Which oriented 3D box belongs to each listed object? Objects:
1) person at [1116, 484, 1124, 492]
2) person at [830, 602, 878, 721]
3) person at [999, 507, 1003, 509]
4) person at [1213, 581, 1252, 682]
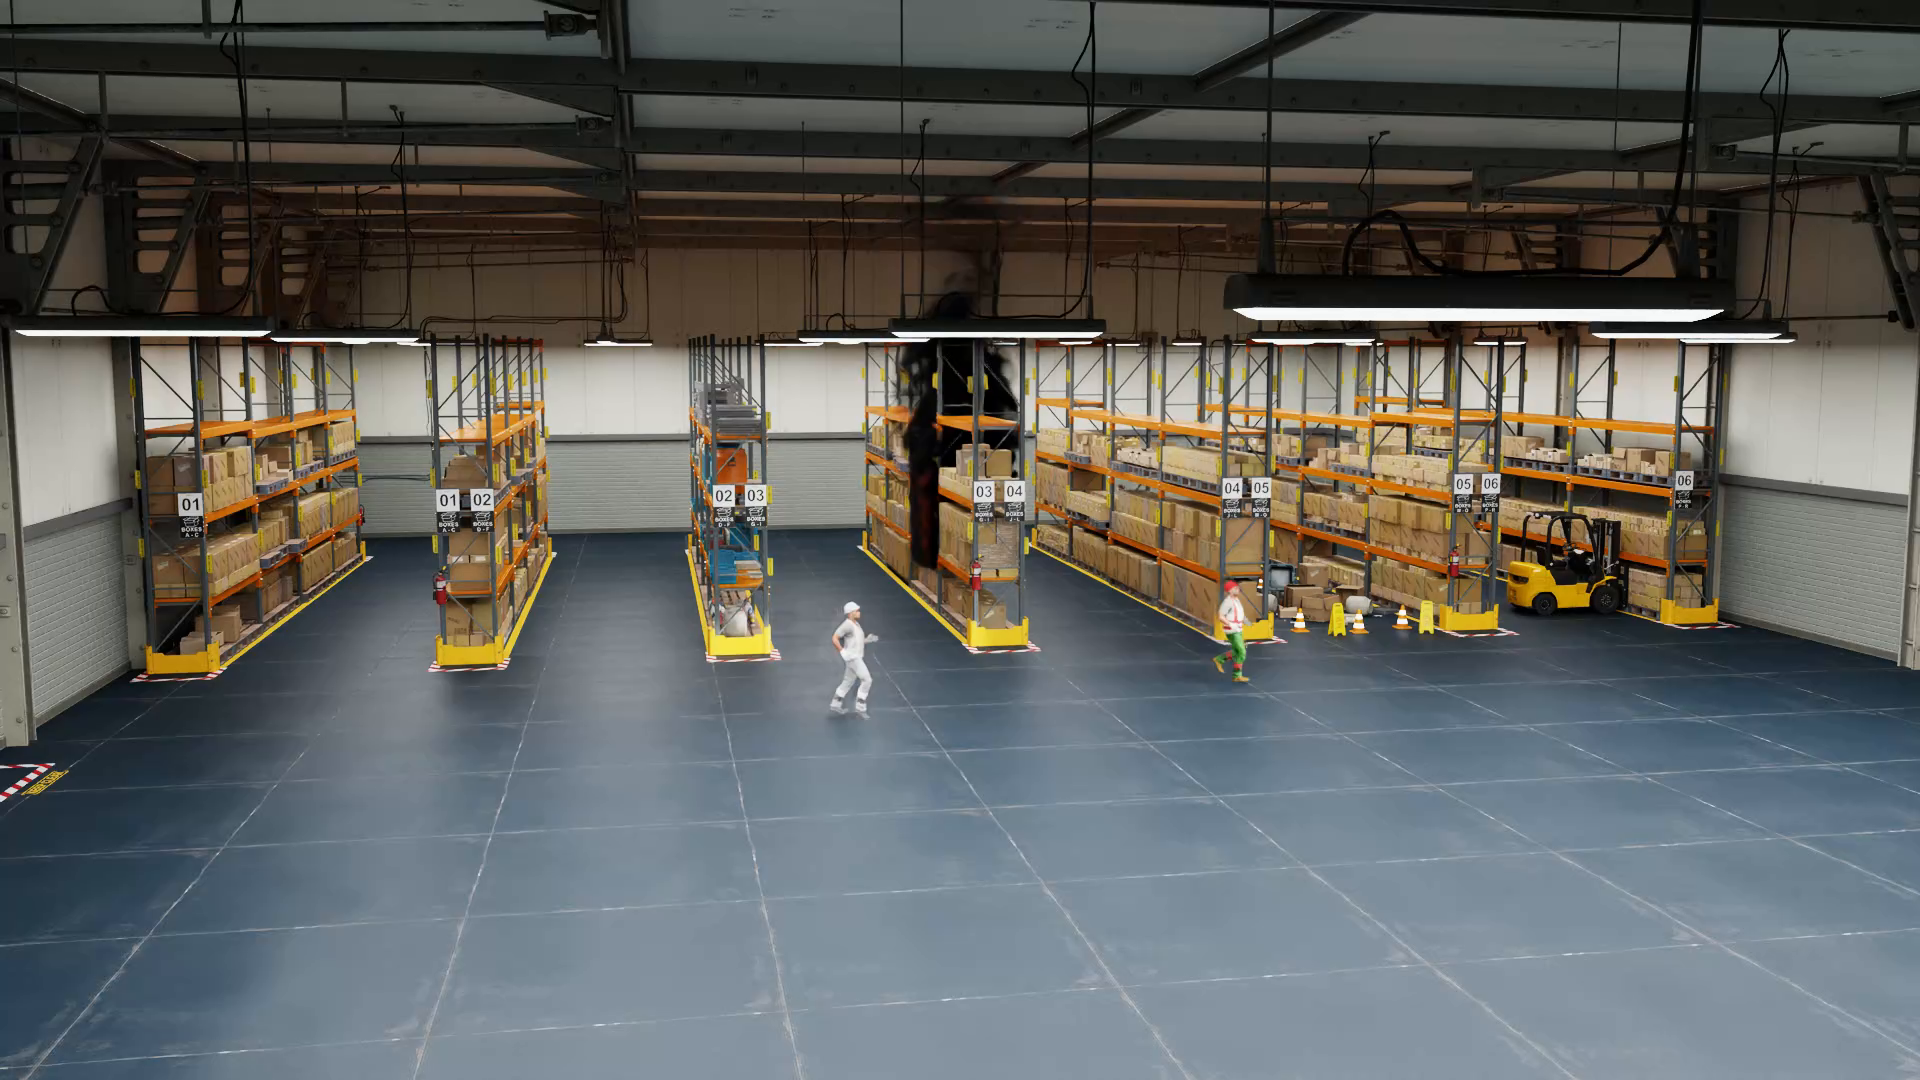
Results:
[{"bbox_3d":[4.908,-0.873,50.512,0.719,1.639,0.610,0,7,-3],"label":"person"},{"bbox_3d":[-1.651,1.884,25.803,0.767,1.846,0.643,0,7,2],"label":"person"},{"bbox_3d":[0.816,-0.718,48.663,0.997,1.714,0.874,4,8,30],"label":"person"},{"bbox_3d":[4.679,1.574,28.726,0.708,1.741,0.650,4,7,29],"label":"person"}]
